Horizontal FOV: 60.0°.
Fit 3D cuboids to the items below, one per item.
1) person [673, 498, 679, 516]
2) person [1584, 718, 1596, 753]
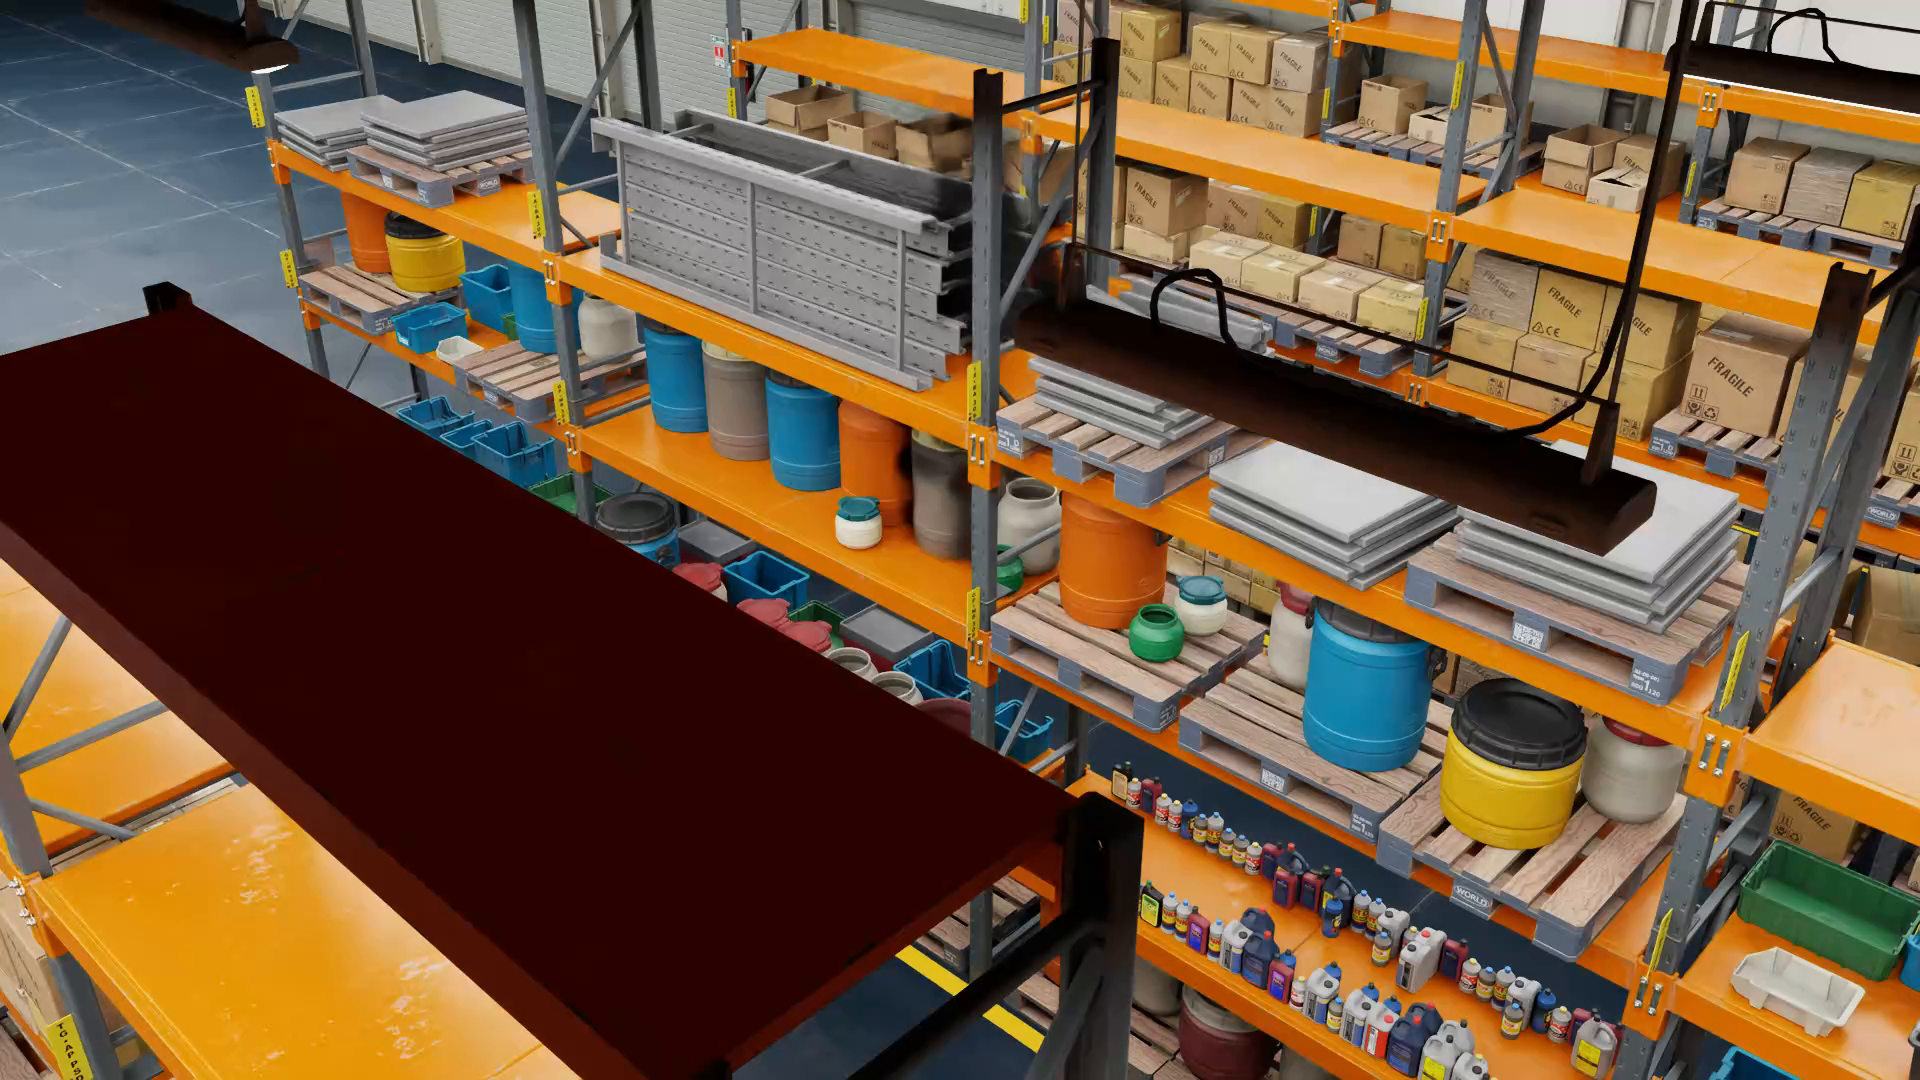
[{"bbox_3d":[-2.488,-0.689,15.768,0.710,1.652,0.625,11,31,19],"label":"person"},{"bbox_3d":[4.111,1.911,11.119,0.741,1.688,0.663,19,34,30],"label":"person"}]
